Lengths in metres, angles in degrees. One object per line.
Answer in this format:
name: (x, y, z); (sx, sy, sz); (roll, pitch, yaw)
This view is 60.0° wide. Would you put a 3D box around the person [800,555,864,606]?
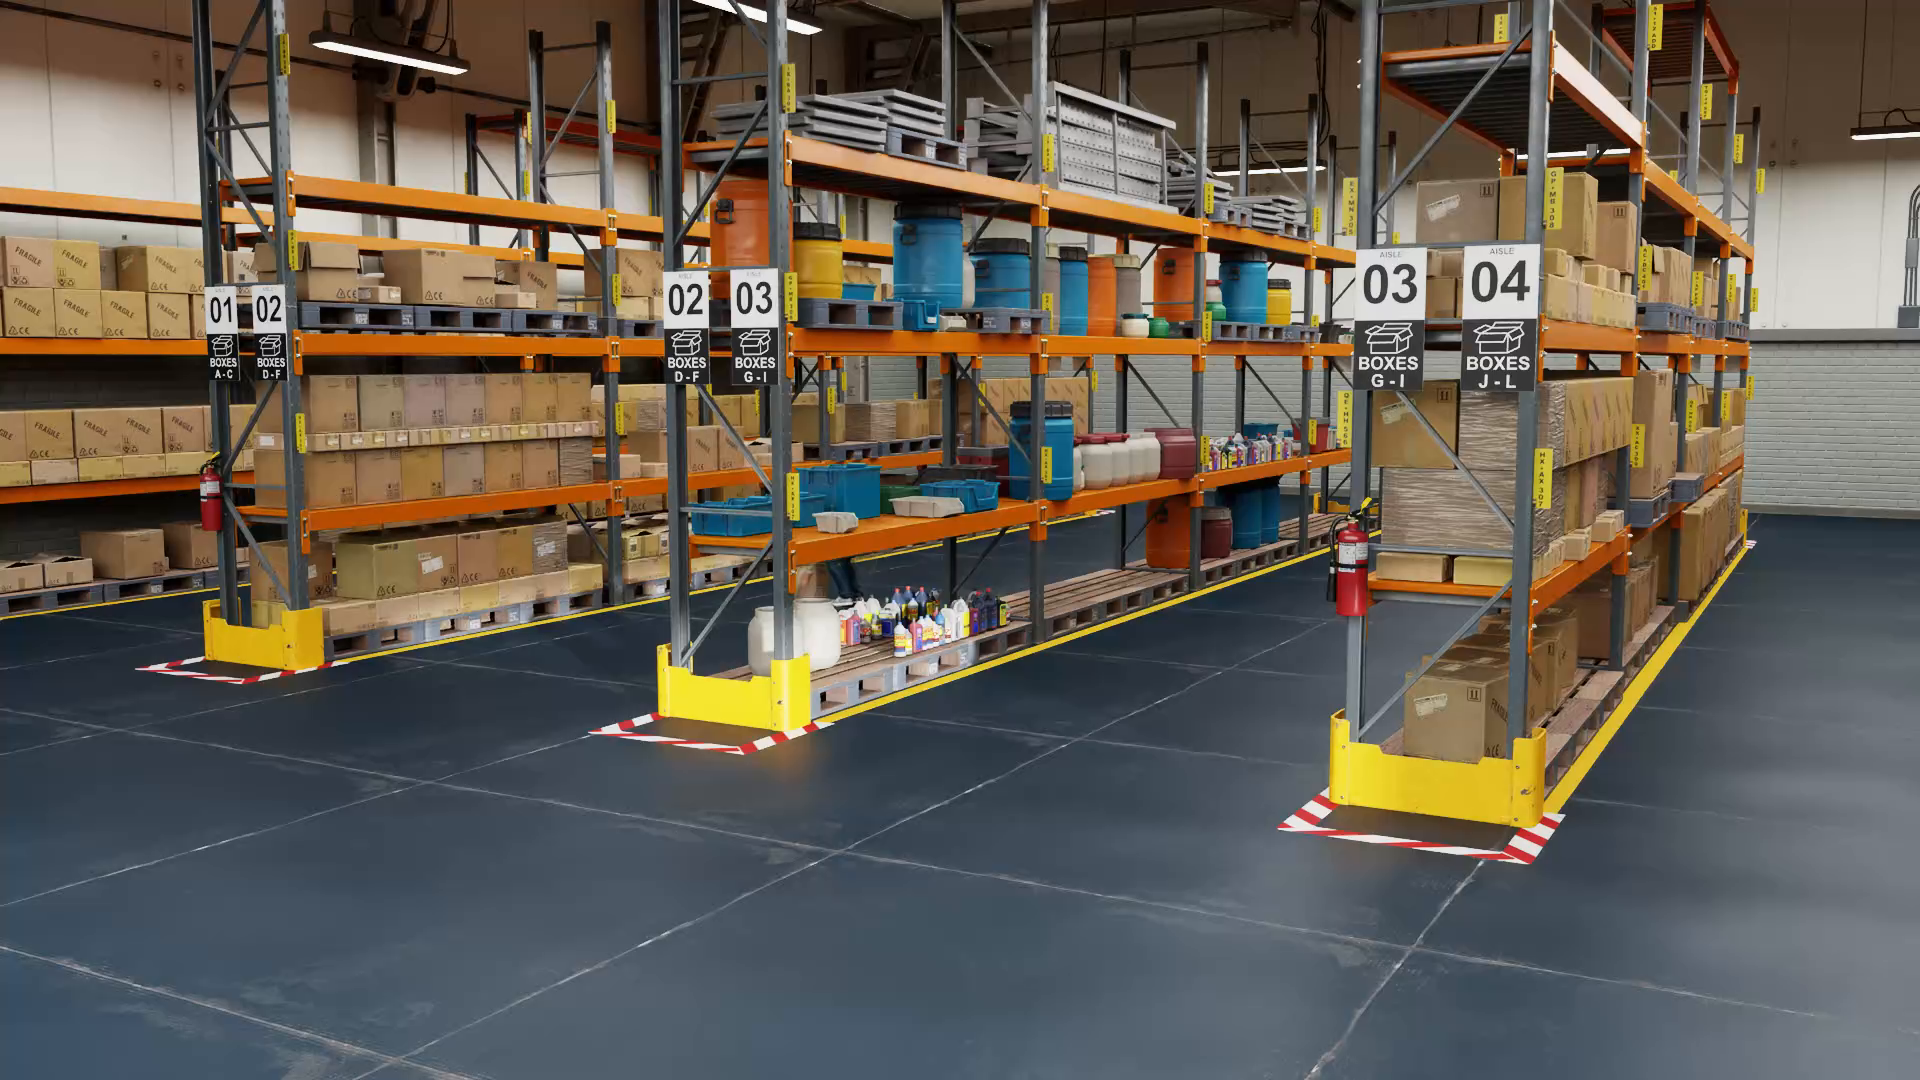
person: (-1.356, 0.201, 17.678); (0.868, 0.959, 0.409); (3, 7, 26)
